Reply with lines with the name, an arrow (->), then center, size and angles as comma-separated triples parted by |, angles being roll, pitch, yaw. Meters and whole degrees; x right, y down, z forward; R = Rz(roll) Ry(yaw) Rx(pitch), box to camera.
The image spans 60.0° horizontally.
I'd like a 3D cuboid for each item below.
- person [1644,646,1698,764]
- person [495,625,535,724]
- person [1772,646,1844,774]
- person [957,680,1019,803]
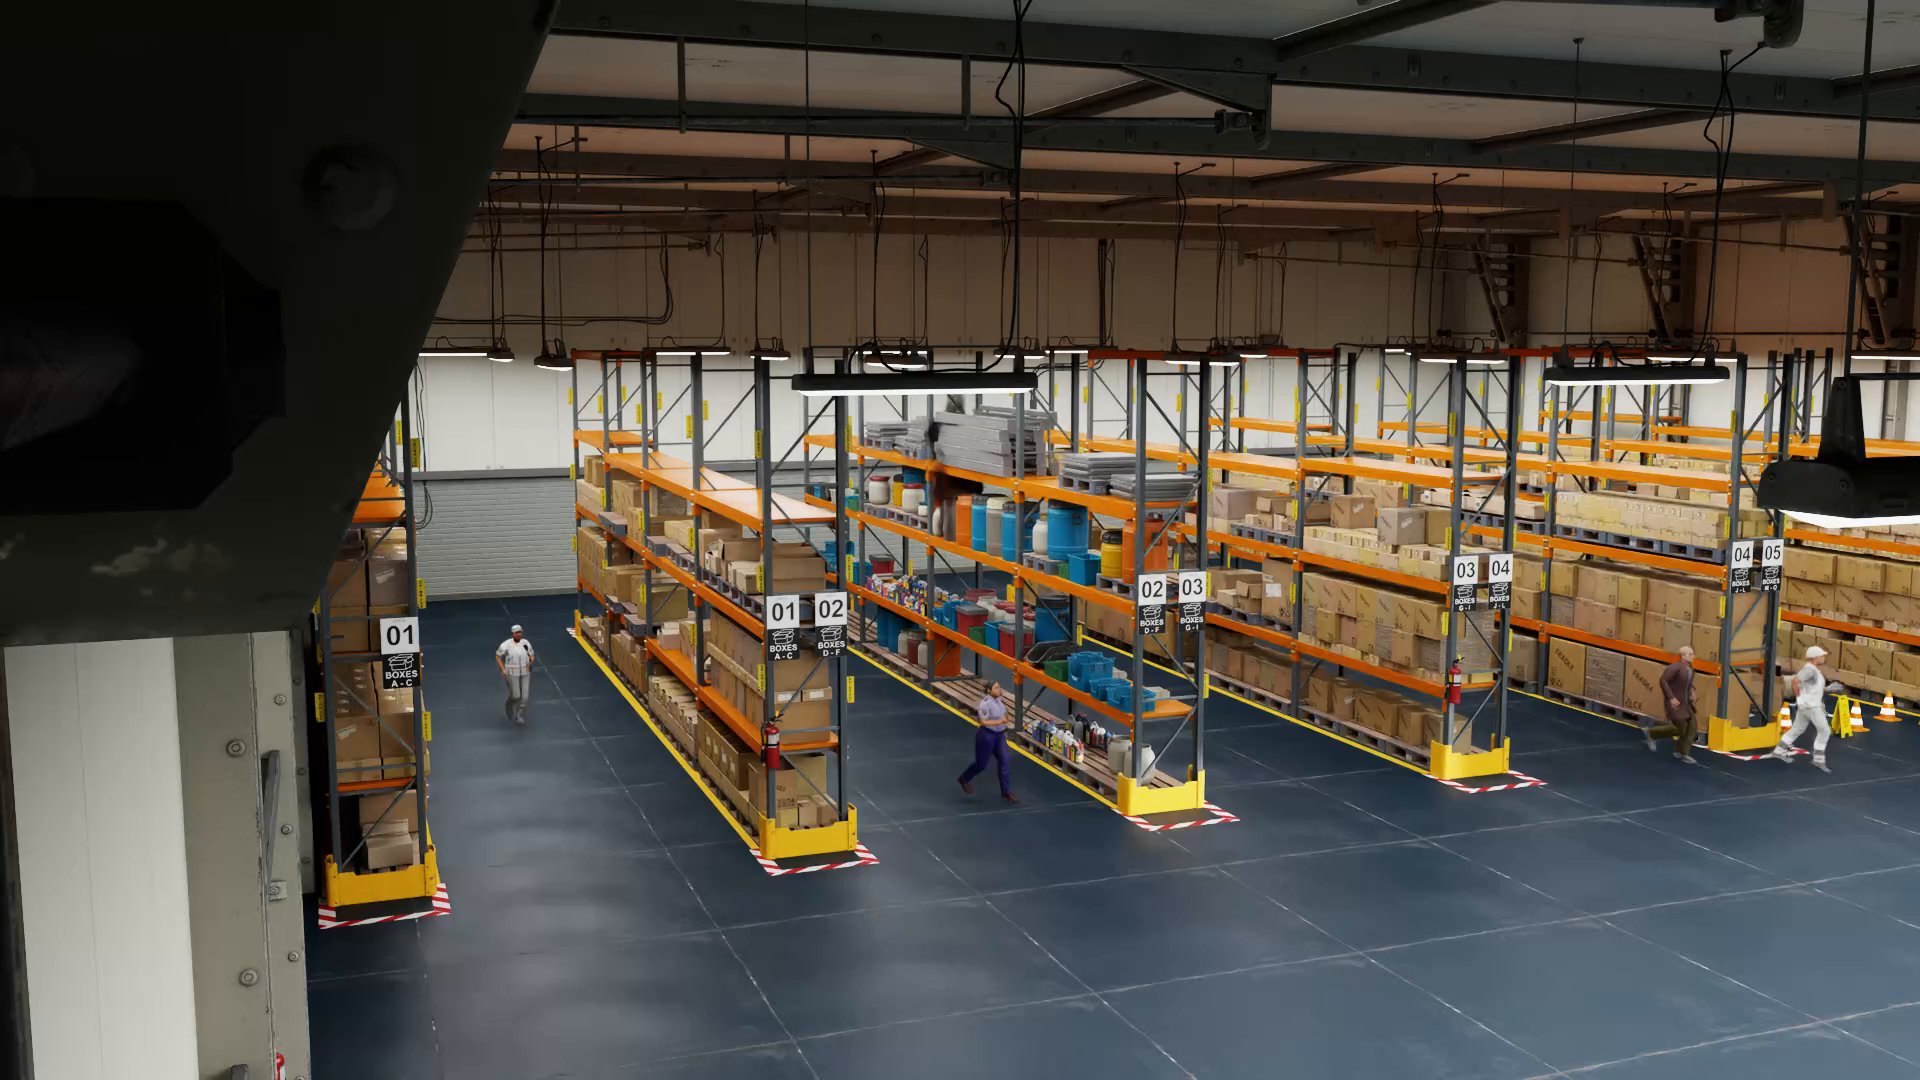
person -> 10.678, 2.515, 24.821 | 0.693, 1.544, 0.787 | -7, 10, -44
person -> -7.158, 2.187, 26.932 | 0.601, 1.628, 0.539 | -4, 8, -32
person -> 12.308, 2.448, 24.107 | 0.877, 1.845, 0.646 | 3, 8, 21
person -> 0.394, 2.697, 22.541 | 0.933, 1.652, 0.598 | 5, 9, 36
